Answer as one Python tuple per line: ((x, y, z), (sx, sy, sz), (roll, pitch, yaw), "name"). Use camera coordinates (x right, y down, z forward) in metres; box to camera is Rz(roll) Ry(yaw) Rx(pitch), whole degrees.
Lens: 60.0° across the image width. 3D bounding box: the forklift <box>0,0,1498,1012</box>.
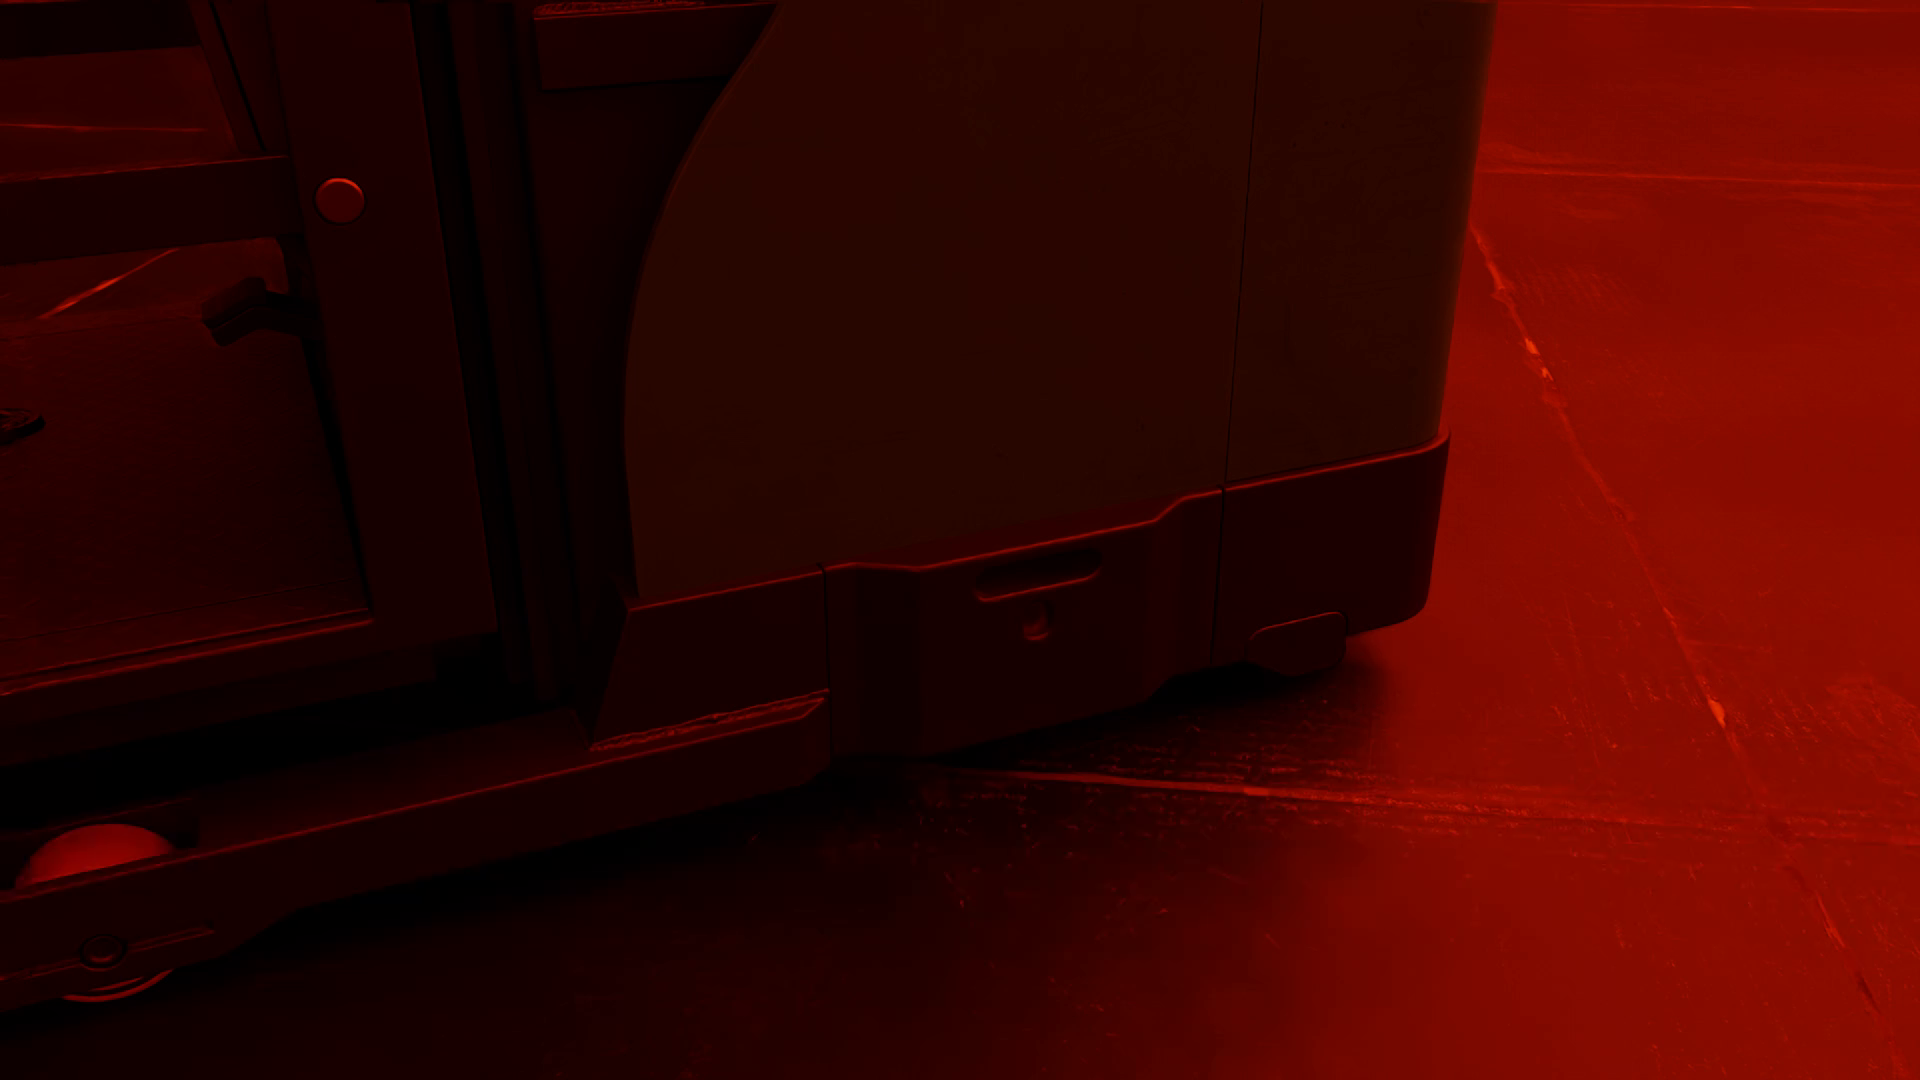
((-0.946, -1.100, 1.422), (3.031, 2.935, 1.130), (-11, 29, -21), "forklift")
